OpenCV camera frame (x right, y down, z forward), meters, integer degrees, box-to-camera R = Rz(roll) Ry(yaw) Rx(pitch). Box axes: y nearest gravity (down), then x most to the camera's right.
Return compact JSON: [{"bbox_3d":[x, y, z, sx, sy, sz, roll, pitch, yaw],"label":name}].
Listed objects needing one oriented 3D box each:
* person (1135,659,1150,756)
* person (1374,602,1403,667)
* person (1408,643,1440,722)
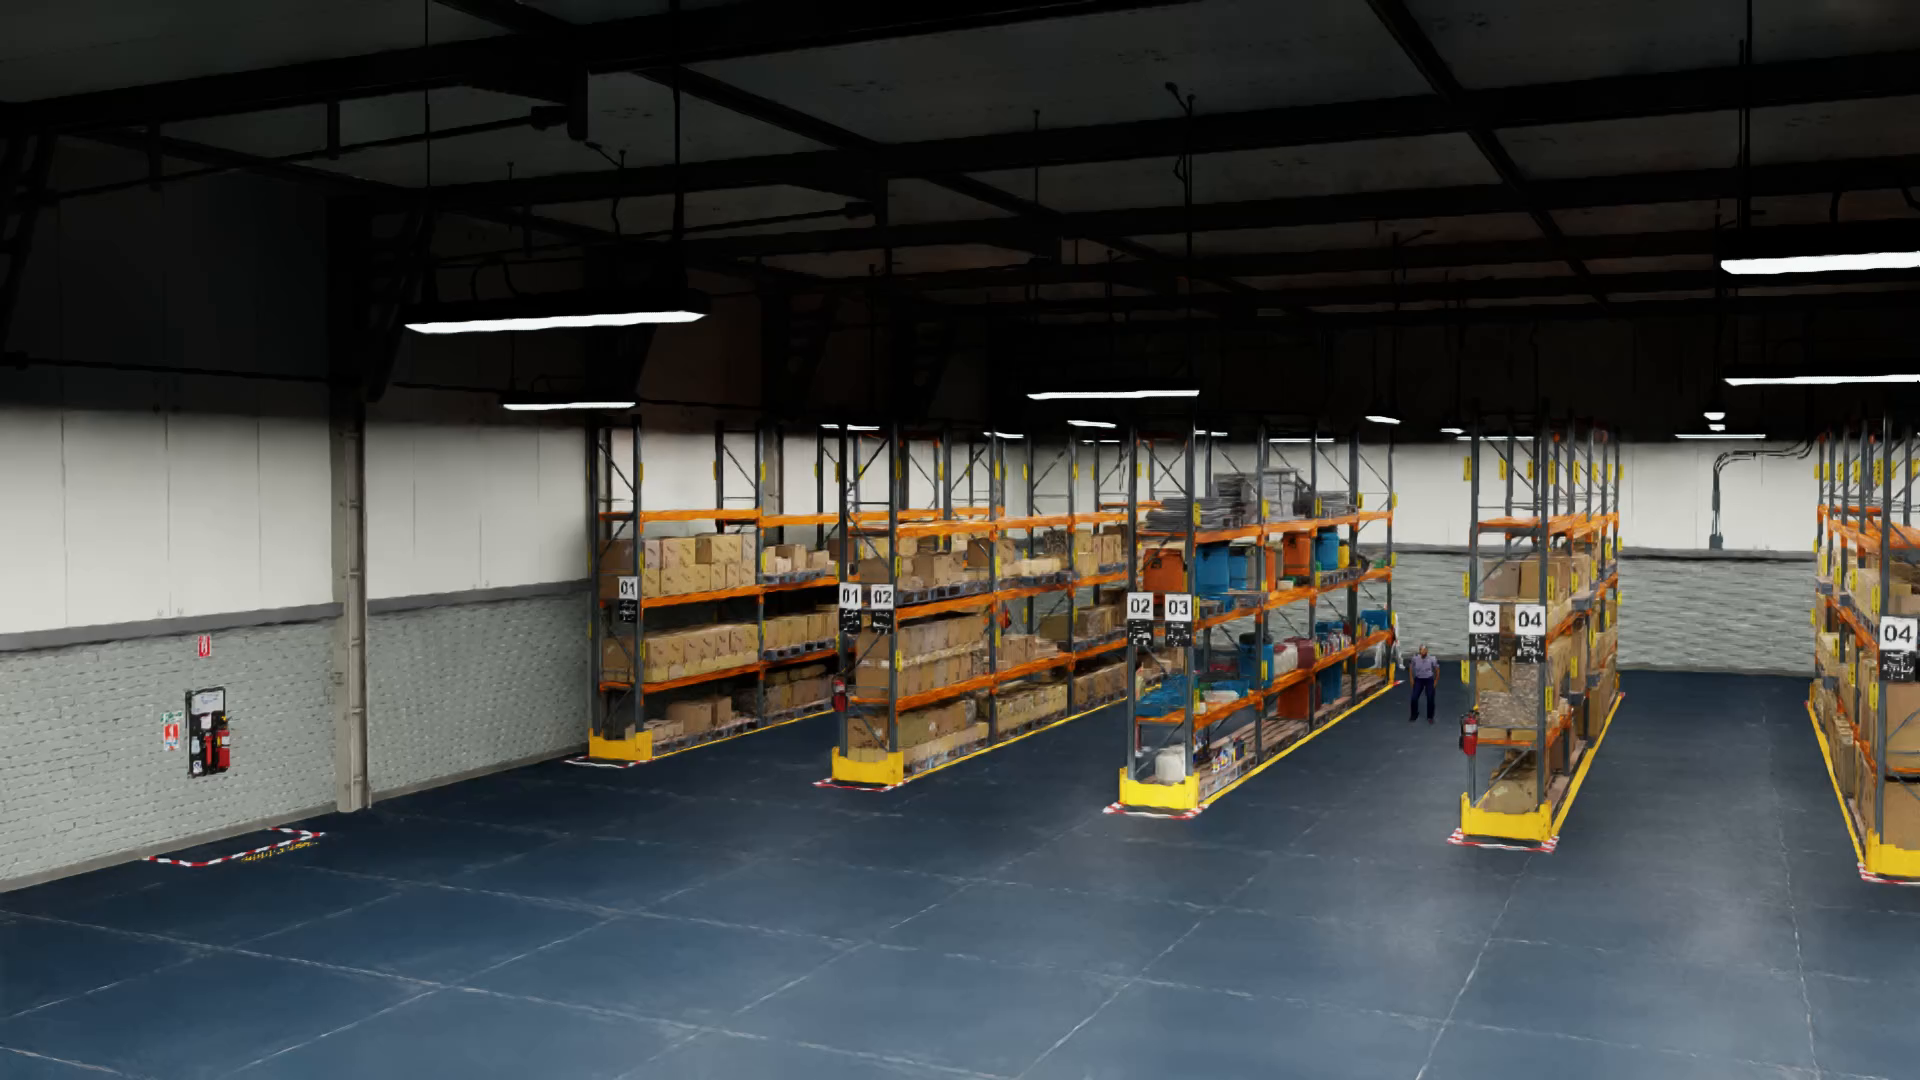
[{"bbox_3d":[3.166,2.940,29.339,0.451,1.679,0.541,0,2,-5],"label":"person"},{"bbox_3d":[10.864,2.395,41.976,0.866,1.643,0.633,-2,3,-44],"label":"person"},{"bbox_3d":[9.266,2.853,33.224,0.625,1.581,0.510,1,3,22],"label":"person"}]
